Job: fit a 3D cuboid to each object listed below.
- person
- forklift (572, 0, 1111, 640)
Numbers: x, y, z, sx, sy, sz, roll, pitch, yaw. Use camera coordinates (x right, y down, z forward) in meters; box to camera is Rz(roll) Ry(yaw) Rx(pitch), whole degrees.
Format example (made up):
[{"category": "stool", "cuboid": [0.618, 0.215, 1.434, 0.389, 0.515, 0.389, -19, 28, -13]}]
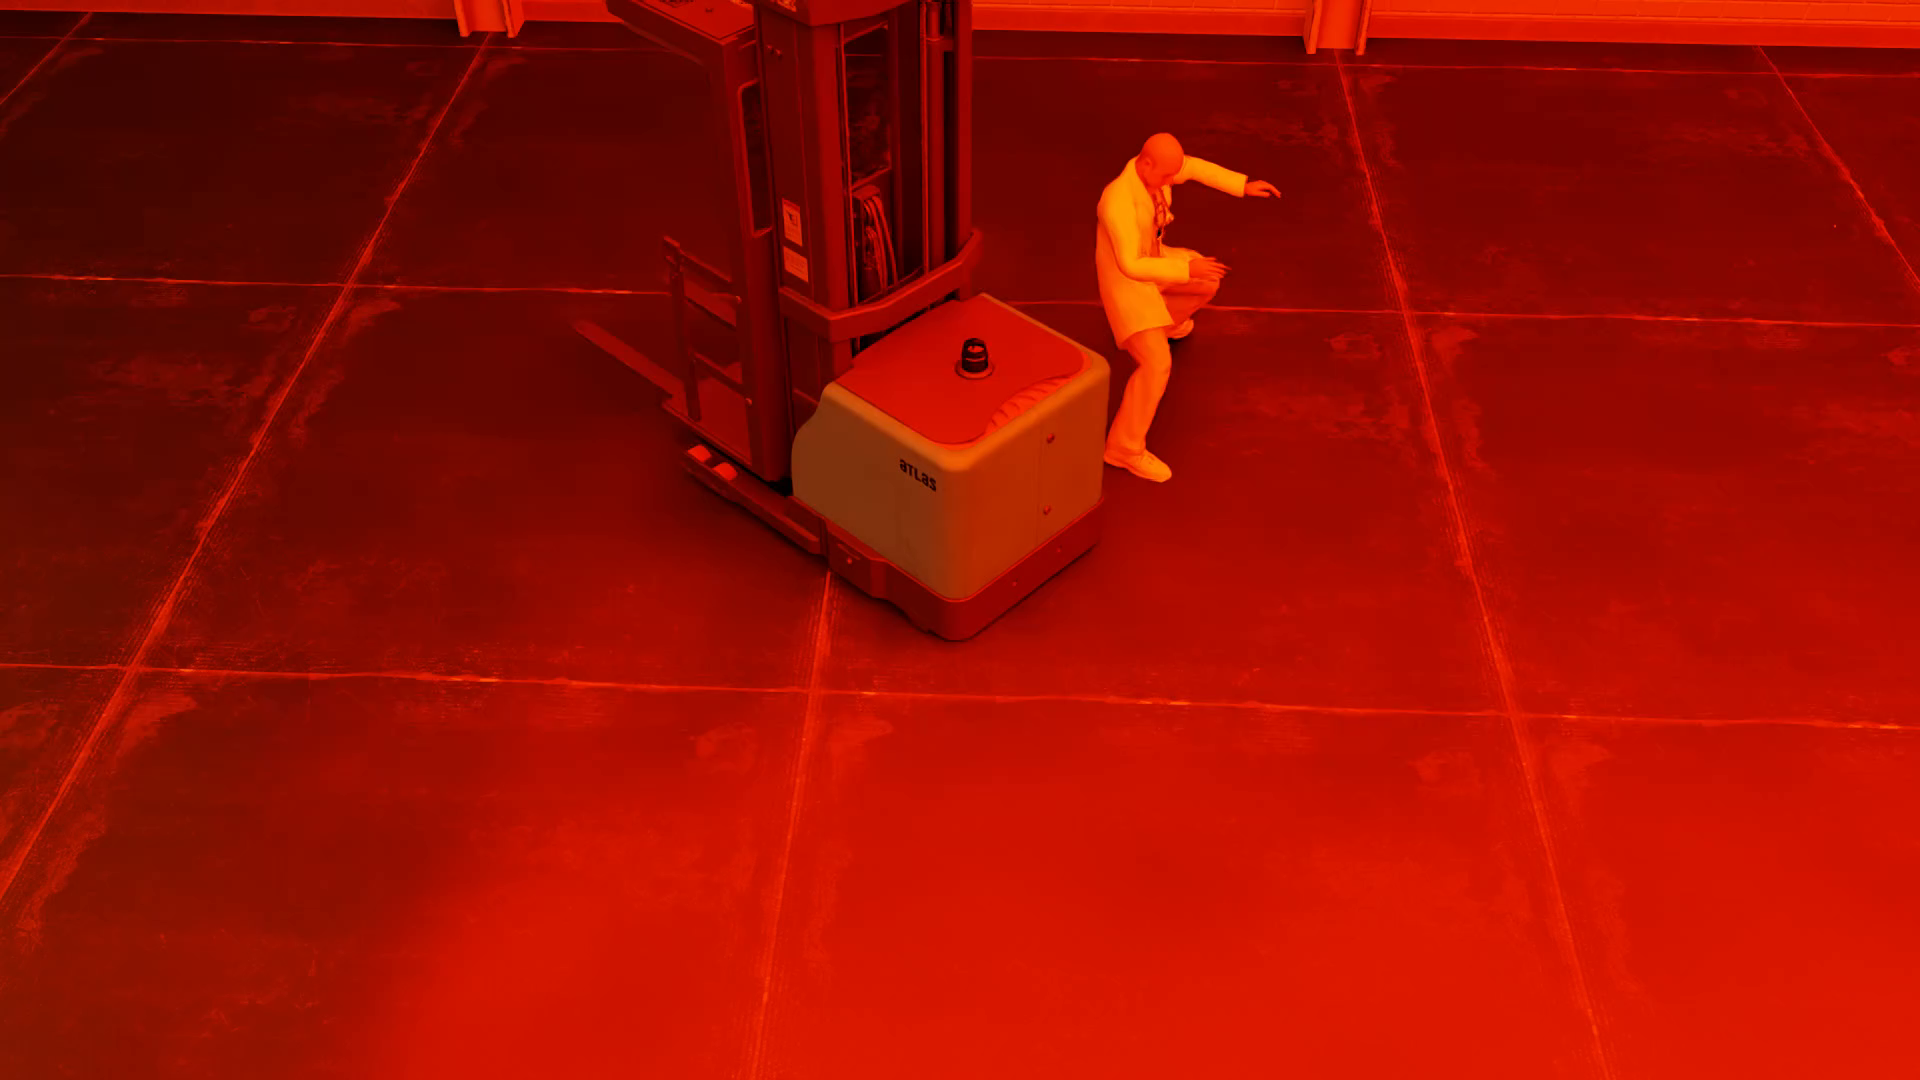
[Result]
[{"category": "person", "cuboid": [1.041, -1.303, 8.207, 0.702, 1.558, 1.250, 23, 47, 23]}, {"category": "forklift", "cuboid": [-0.743, -1.519, 7.407, 3.031, 2.935, 1.130, 33, 52, 31]}]
